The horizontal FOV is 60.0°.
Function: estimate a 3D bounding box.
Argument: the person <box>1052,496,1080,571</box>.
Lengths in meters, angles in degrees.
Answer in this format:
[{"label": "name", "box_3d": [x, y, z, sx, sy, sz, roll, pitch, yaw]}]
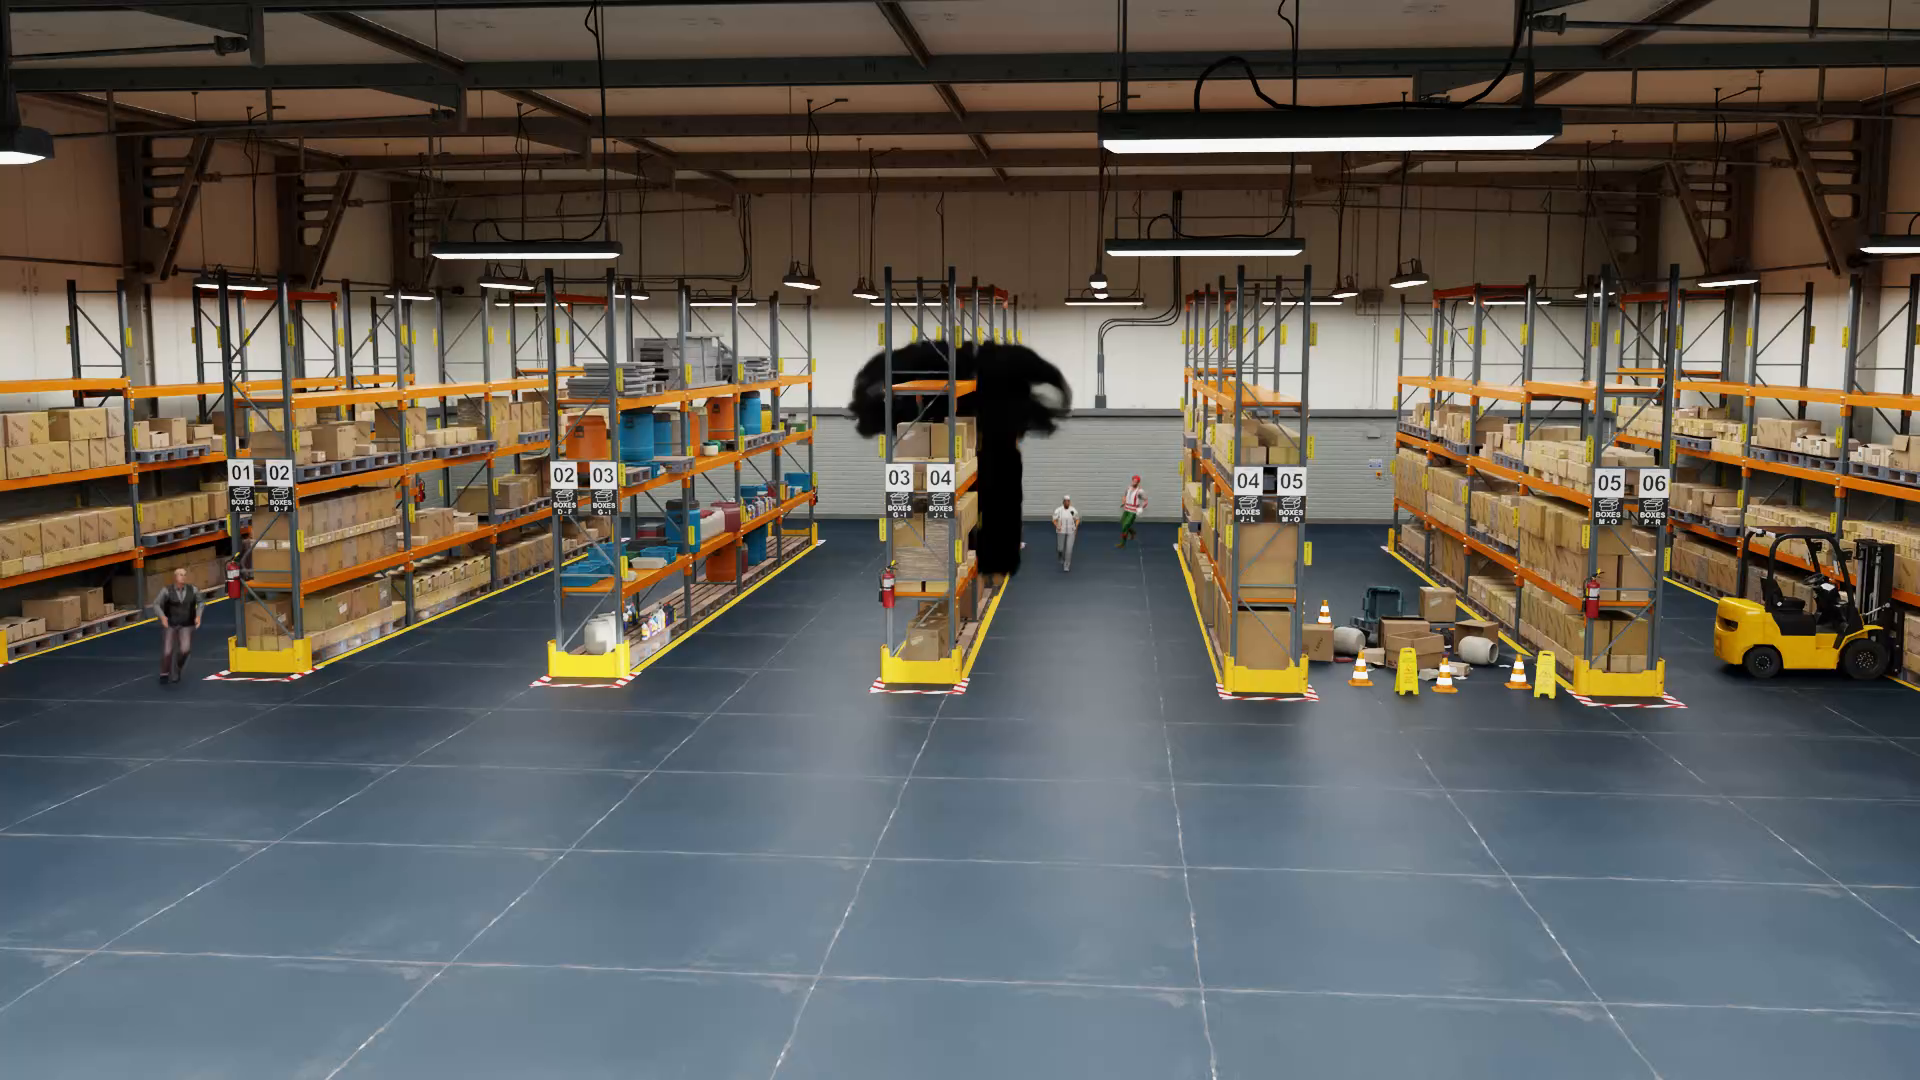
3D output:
[{"label": "person", "box_3d": [2.291, -0.157, 35.896, 0.595, 1.622, 0.561, 0, 7, -1]}]

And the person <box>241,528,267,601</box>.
[{"label": "person", "box_3d": [-12.289, 0.674, 29.118, 0.718, 1.691, 1.002, -1, 7, -8]}]

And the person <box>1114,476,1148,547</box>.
[{"label": "person", "box_3d": [4.138, -0.683, 39.777, 0.713, 1.726, 0.780, 7, 10, 44]}]

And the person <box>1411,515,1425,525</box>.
[{"label": "person", "box_3d": [11.163, -0.750, 40.324, 0.595, 1.719, 0.674, 5, 9, 36]}]

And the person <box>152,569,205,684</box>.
[{"label": "person", "box_3d": [-11.311, 1.249, 24.124, 0.715, 1.666, 0.589, -4, 8, -29]}]
